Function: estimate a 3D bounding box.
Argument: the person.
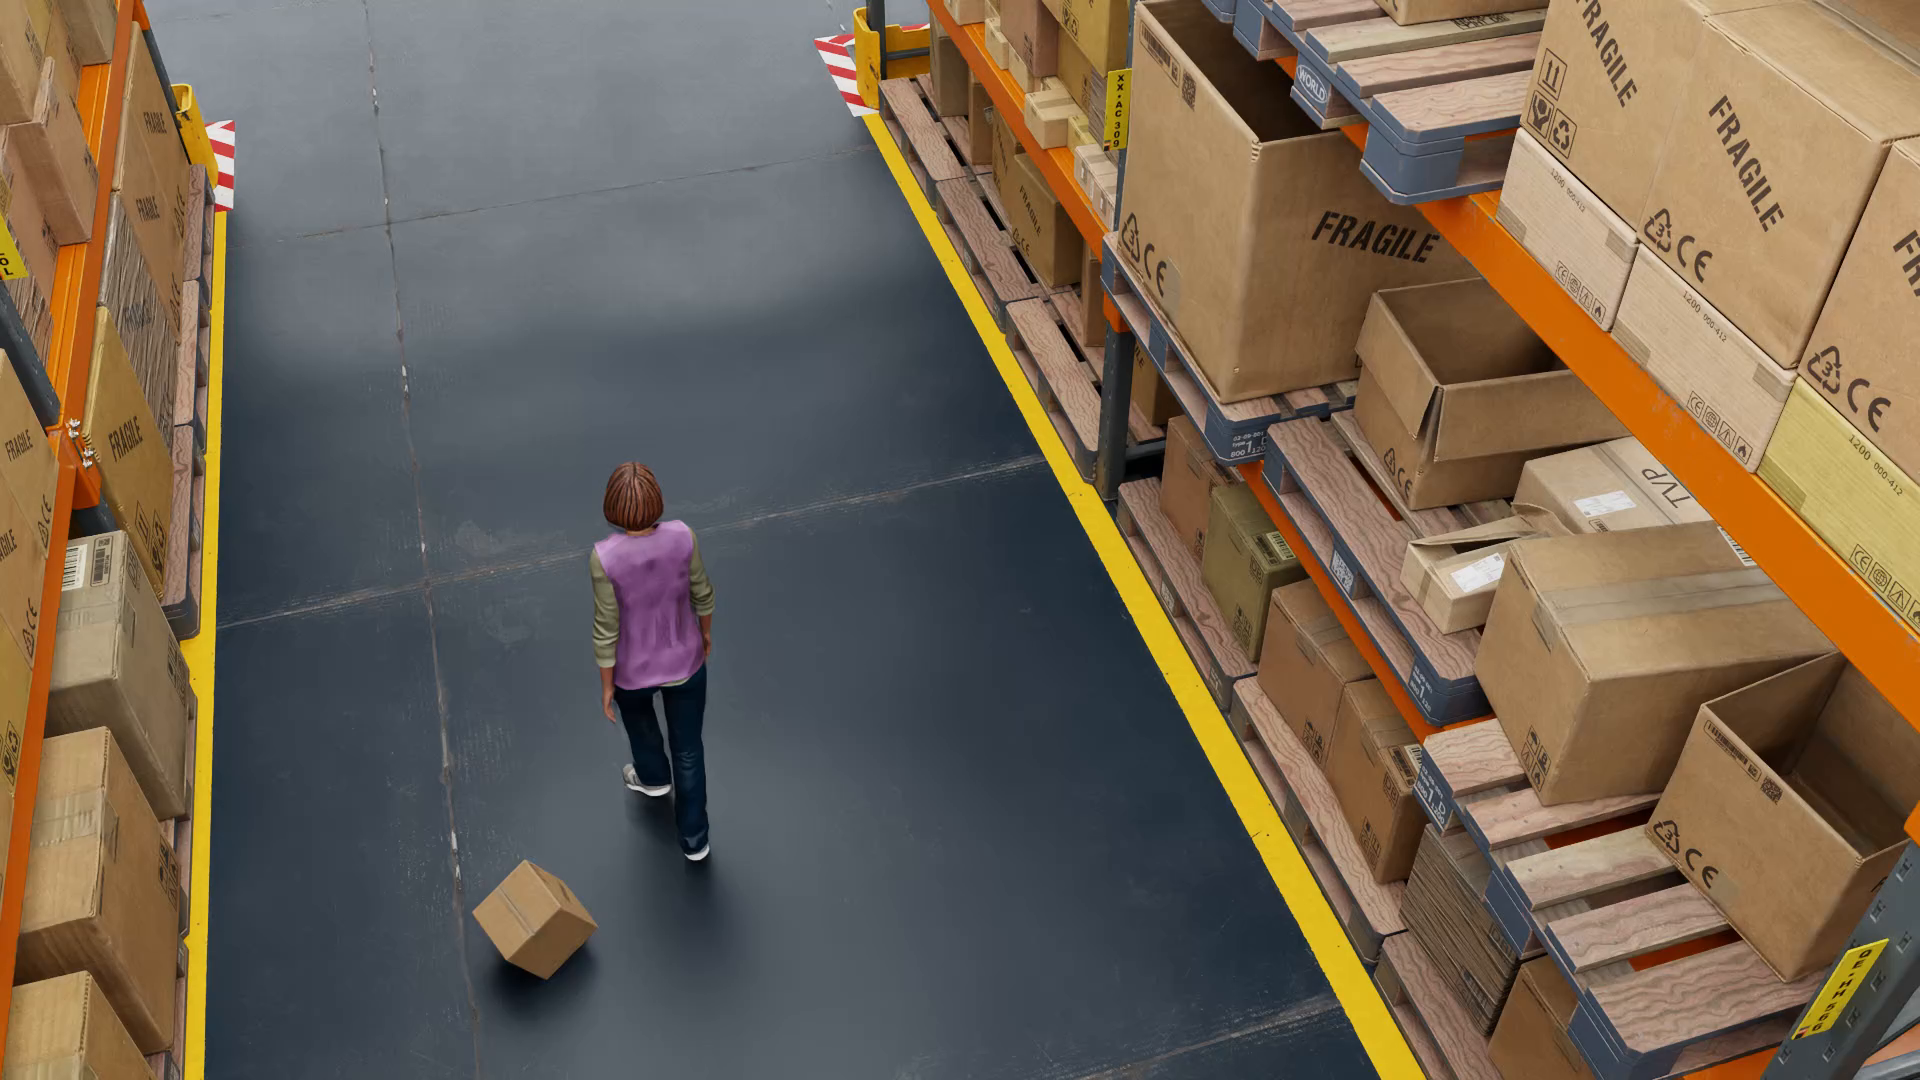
[{"bbox_3d":[-1.020,0.445,5.704,0.442,1.623,0.585,-13,44,-13],"label":"person"}]
